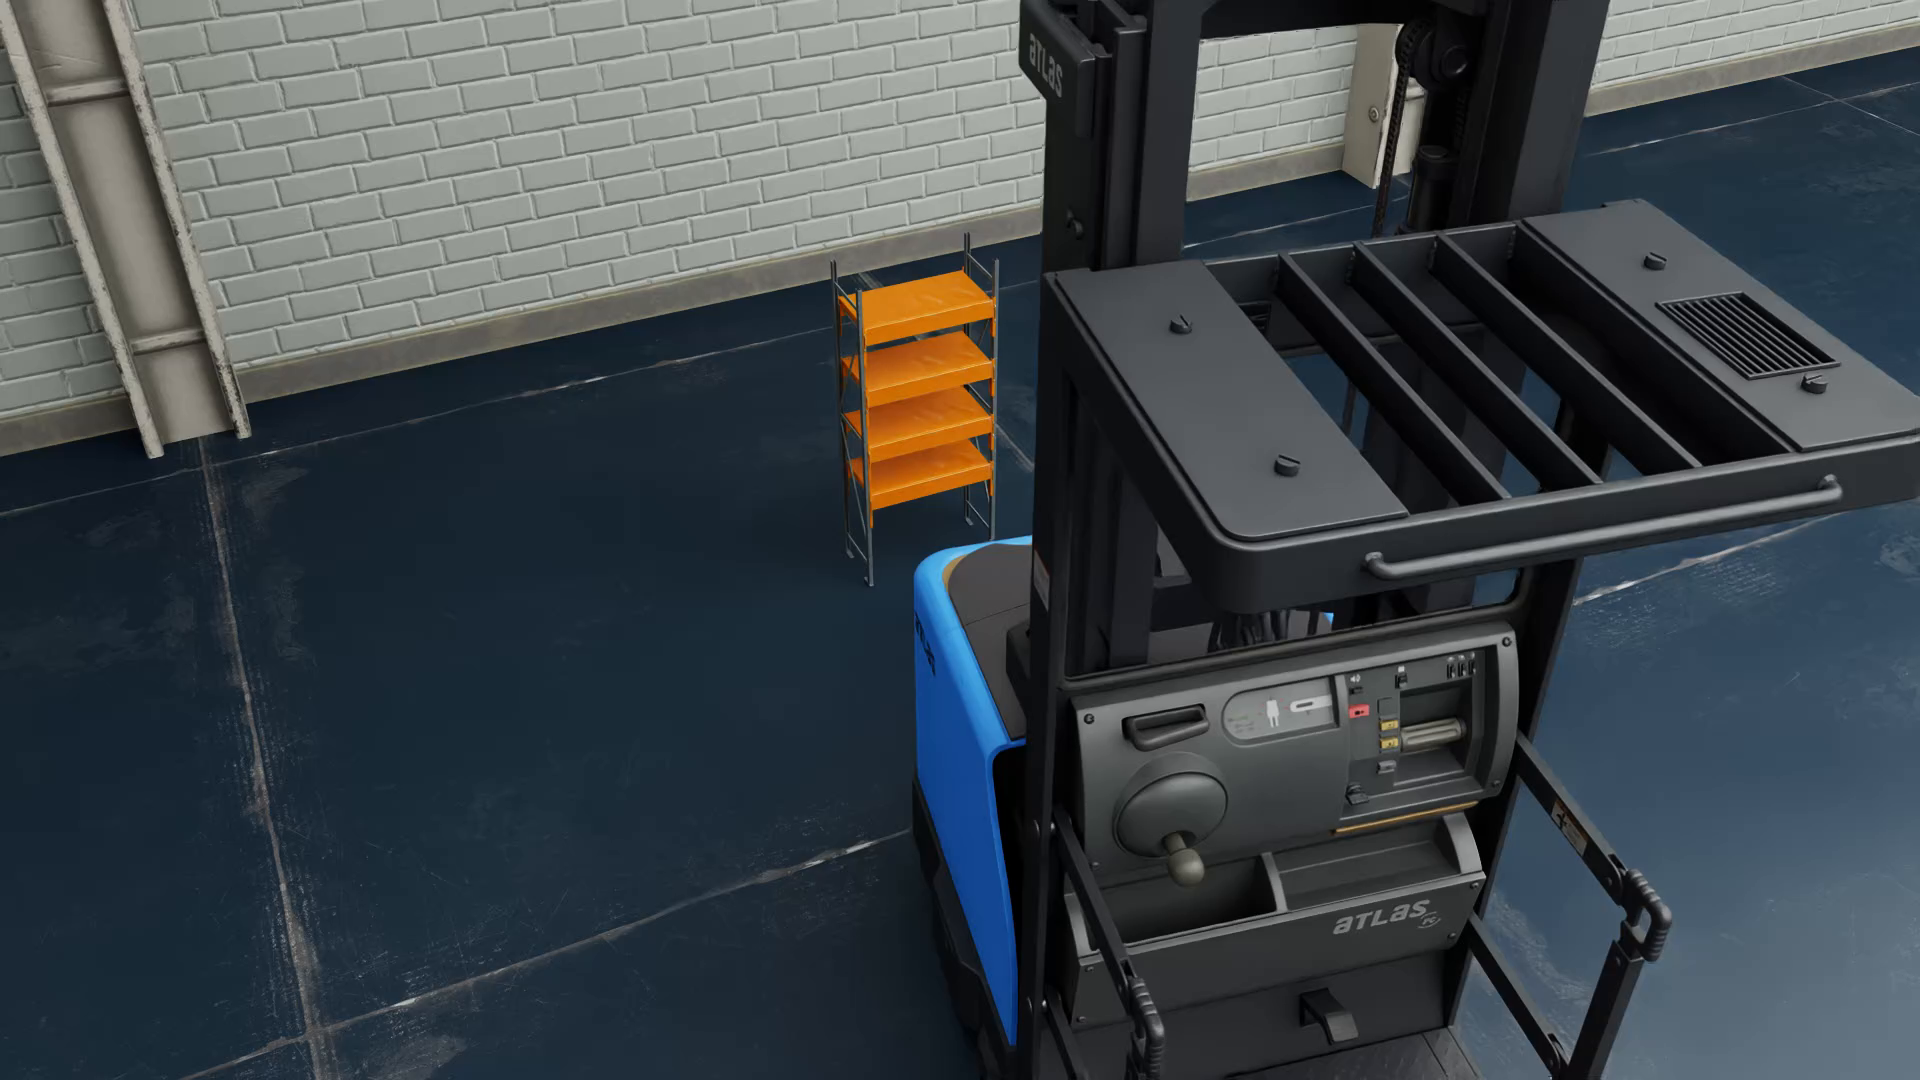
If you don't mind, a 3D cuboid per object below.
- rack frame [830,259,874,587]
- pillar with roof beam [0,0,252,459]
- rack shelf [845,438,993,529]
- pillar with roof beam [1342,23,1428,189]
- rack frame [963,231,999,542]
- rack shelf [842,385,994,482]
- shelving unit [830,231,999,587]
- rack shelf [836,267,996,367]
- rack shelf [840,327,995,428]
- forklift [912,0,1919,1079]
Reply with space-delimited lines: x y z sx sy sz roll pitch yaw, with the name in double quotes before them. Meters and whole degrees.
"rack frame" -0.371 -0.378 5.753 0.015 1.200 0.240 -16 39 -20
"pillar with roof beam" -1.321 -1.752 1.058 0.400 9.000 9.100 -16 39 -20
"rack shelf" -0.150 -0.226 5.994 0.480 0.148 0.258 -16 39 -20
"pillar with roof beam" 4.110 -3.271 3.106 0.400 9.000 9.100 -16 39 -20
"rack frame" 0.071 -0.502 5.919 0.015 1.200 0.240 -16 39 -20
"rack shelf" -0.150 -0.386 5.876 0.480 0.148 0.258 -16 39 -20
"shelving unit" -0.150 -0.440 5.836 0.503 1.200 0.258 -16 39 -20
"rack shelf" -0.150 -0.756 5.602 0.480 0.148 0.258 -16 39 -20
"rack shelf" -0.150 -0.566 5.743 0.480 0.148 0.258 -16 39 -20
"forklift" 0.733 0.493 3.126 1.130 2.935 3.031 -9 38 -12
